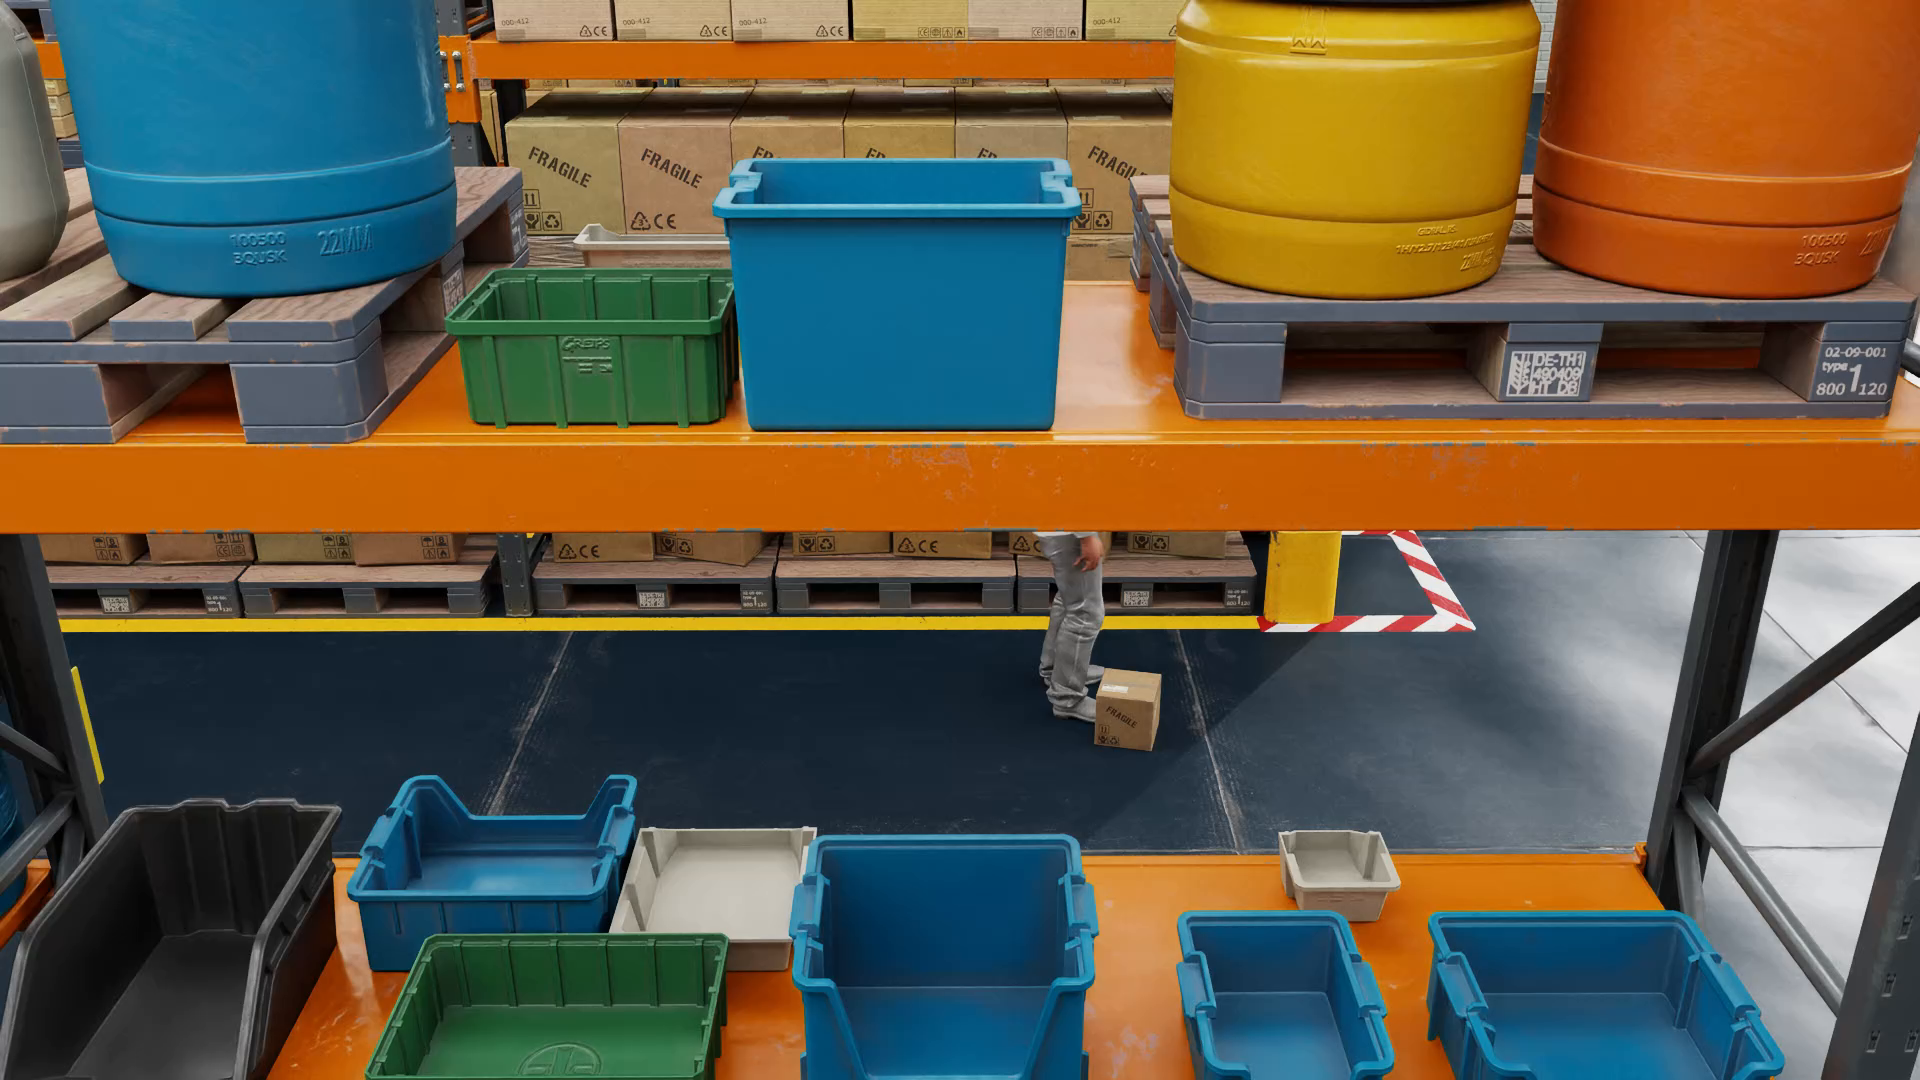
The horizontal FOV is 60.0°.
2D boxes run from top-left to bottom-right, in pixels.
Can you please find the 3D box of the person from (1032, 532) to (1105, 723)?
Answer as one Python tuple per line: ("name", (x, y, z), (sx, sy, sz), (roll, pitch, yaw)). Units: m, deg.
("person", (0.506, -0.096, 7.285), (0.462, 1.771, 0.579), (-1, 24, -3))
